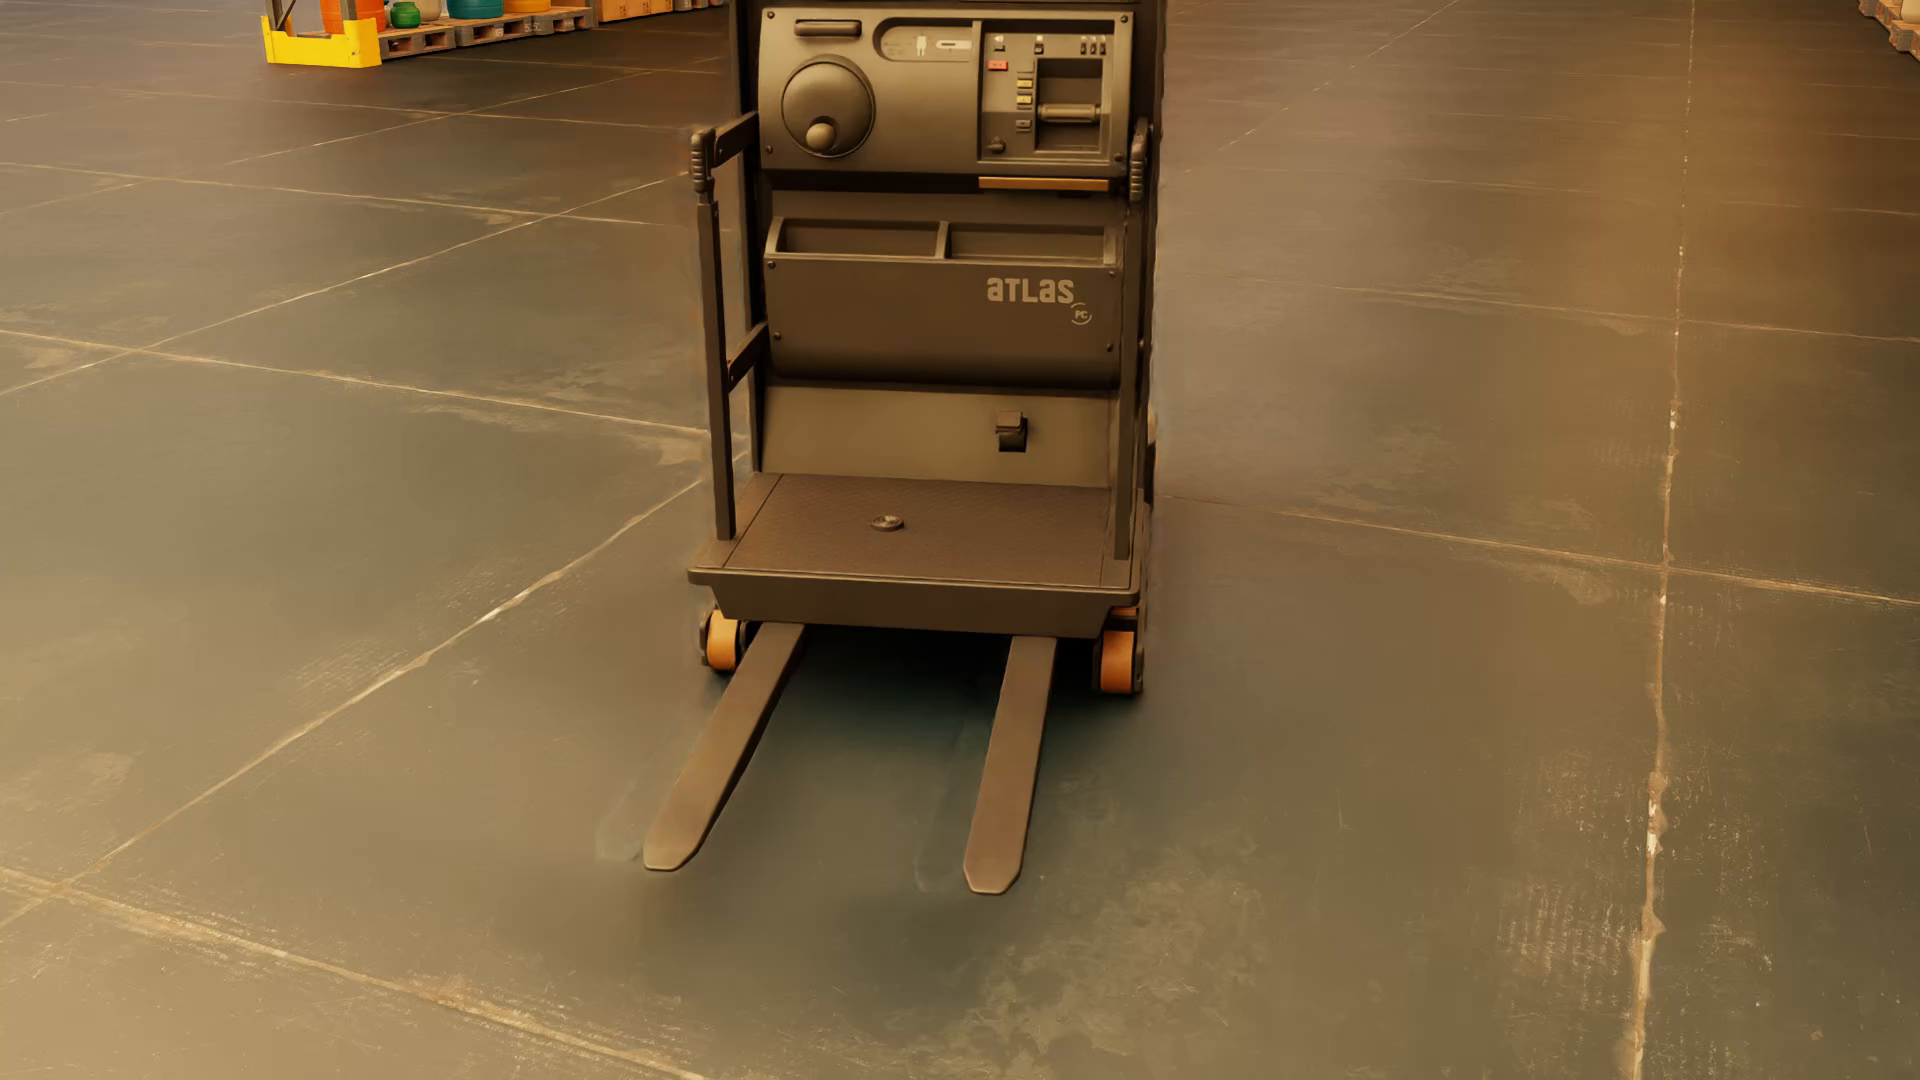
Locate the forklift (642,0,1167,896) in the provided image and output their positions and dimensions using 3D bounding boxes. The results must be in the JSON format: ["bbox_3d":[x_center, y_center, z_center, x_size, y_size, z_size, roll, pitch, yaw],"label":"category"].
[{"bbox_3d":[-0.064,-1.106,3.937,1.130,2.935,3.031,3,23,7],"label":"forklift"}]
